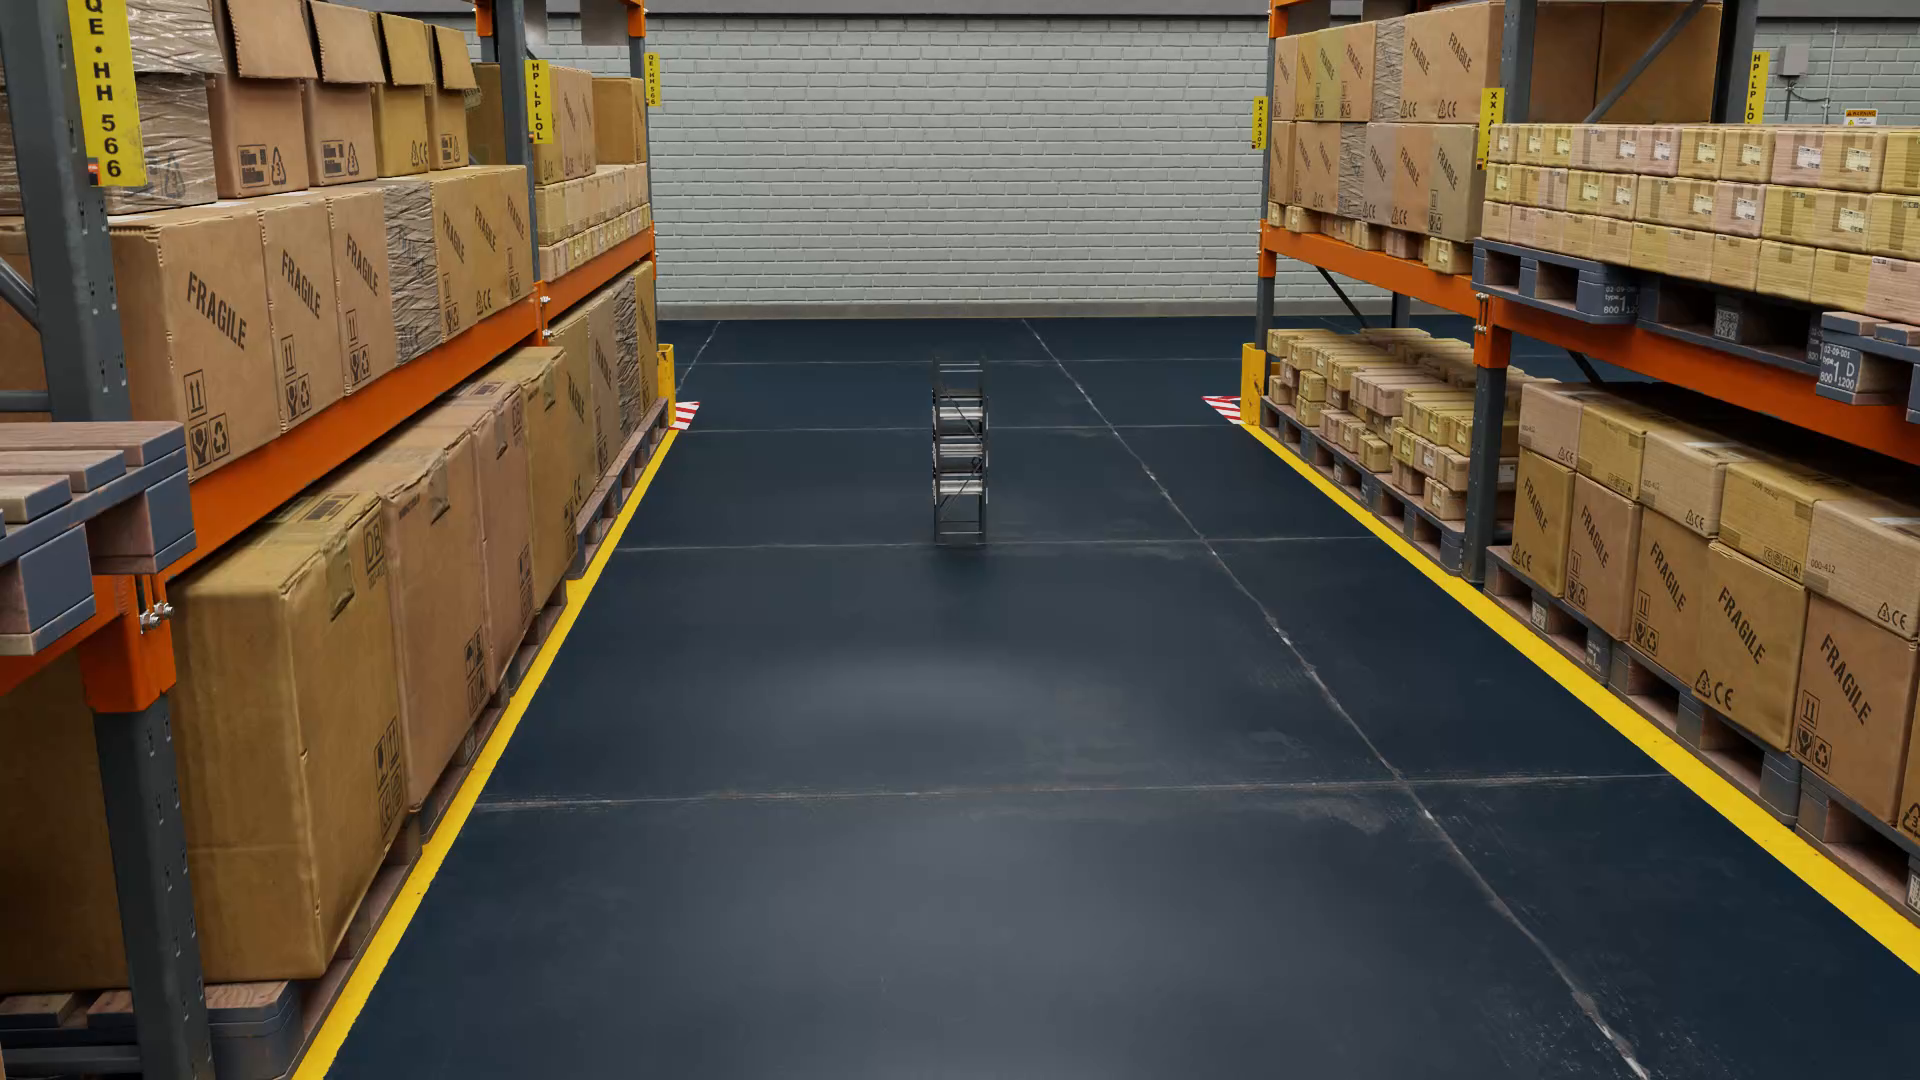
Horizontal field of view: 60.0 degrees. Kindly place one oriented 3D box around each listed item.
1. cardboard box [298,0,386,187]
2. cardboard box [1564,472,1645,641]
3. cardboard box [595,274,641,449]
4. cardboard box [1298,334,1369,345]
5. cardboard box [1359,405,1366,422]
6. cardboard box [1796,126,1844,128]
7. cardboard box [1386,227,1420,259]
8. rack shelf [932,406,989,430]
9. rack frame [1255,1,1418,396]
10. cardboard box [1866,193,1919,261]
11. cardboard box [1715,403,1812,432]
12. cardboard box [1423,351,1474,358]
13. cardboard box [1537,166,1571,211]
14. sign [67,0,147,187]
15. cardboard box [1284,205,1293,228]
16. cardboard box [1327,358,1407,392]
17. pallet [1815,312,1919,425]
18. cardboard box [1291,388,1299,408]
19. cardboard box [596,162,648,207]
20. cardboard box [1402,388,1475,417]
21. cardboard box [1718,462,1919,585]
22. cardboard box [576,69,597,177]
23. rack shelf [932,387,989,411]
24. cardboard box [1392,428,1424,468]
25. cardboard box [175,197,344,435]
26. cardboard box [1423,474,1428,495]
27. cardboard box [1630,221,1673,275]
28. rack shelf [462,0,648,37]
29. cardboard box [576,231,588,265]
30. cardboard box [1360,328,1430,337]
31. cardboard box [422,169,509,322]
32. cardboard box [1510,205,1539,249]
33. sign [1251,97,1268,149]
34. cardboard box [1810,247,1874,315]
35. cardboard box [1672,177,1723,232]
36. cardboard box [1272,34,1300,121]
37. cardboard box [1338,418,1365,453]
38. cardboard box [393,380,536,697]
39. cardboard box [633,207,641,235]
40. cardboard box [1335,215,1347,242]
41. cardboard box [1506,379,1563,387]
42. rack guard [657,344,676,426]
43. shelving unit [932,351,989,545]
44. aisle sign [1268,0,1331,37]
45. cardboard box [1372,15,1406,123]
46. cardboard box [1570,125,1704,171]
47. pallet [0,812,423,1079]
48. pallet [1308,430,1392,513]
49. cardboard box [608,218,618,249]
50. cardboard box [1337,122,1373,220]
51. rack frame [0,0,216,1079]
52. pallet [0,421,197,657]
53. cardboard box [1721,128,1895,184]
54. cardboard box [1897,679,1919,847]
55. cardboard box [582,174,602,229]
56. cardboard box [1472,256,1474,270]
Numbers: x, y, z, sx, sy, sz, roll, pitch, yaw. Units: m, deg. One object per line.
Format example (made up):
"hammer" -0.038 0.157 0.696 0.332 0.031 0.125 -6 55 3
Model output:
"cardboard box" -2.102 -1.276 4.754 0.797 0.503 0.637 0 14 -2
"cardboard box" 2.537 0.049 5.989 0.500 0.500 0.500 0 14 -1
"cardboard box" -2.307 -1.011 9.357 0.875 0.875 0.875 -1 14 -3
"cardboard box" 2.304 -1.181 10.281 0.380 0.149 0.250 -1 14 -2
"cardboard box" 2.398 -0.712 9.056 0.380 0.149 0.250 0 14 -1
"cardboard box" 3.001 -1.293 5.499 0.380 0.149 0.250 -1 14 -5
"cardboard box" 2.350 -1.485 8.281 0.380 0.149 0.250 -2 15 -6
"rack shelf" 0.000 -0.580 7.886 0.258 0.077 0.200 -1 14 -3
"rack frame" 2.474 -2.272 10.838 1.000 3.000 0.127 -1 14 -3
"cardboard box" 2.447 -0.756 4.009 0.380 0.149 0.250 -1 14 -2
"cardboard box" 3.038 -0.324 5.935 0.500 0.250 0.500 0 14 -1
"cardboard box" 2.885 -0.998 9.571 0.380 0.149 0.250 0 14 -1
"cardboard box" 2.321 -1.270 6.005 0.380 0.149 0.250 -1 14 -2
"sign" -1.446 -0.764 2.813 0.100 0.325 0.005 -1 14 -3
"cardboard box" 2.224 -2.002 10.293 0.380 0.149 0.250 0 14 -1
"cardboard box" 2.268 -0.921 9.269 0.380 0.149 0.250 -1 14 -3
"pallet" 2.819 -0.365 3.812 1.213 0.211 1.003 -1 14 -3
"cardboard box" 2.284 -0.896 10.367 0.380 0.149 0.250 -1 14 -4
"cardboard box" -2.188 -2.176 10.167 0.500 0.250 0.500 -1 14 -4
"cardboard box" 2.423 -0.663 8.269 0.380 0.149 0.250 0 14 -2
"cardboard box" 2.607 -0.057 4.896 0.500 0.250 0.500 -1 14 -2
"cardboard box" -2.070 -2.036 8.117 0.500 0.500 0.500 -1 14 -5
"rack shelf" 0.000 -0.667 7.863 0.258 0.077 0.200 -1 14 -3
"cardboard box" 2.321 -0.451 8.042 0.380 0.149 0.250 -1 14 -5
"cardboard box" -1.780 -0.533 3.877 0.500 0.500 0.500 -1 14 -5
"cardboard box" 2.424 -0.258 7.889 0.380 0.149 0.250 0 14 -2
"cardboard box" 2.373 -0.929 5.280 0.380 0.149 0.250 -1 14 -4
"rack shelf" -2.359 -2.828 8.421 1.077 0.370 4.000 -1 14 -3
"cardboard box" -1.973 -1.379 7.872 0.380 0.149 0.250 -1 14 -5
"cardboard box" 2.759 -1.255 10.570 0.380 0.149 0.250 -1 14 -3
"cardboard box" -1.910 -1.039 5.845 0.500 0.500 0.500 0 14 -2
"cardboard box" 2.310 -1.185 6.275 0.380 0.149 0.250 -1 14 -3
"sign" 1.932 -2.683 10.697 0.100 0.325 0.005 -1 14 -3
"cardboard box" 2.438 -0.668 4.263 0.380 0.149 0.250 -1 14 -4
"cardboard box" 2.386 -1.009 4.994 0.380 0.149 0.250 -1 14 -5
"cardboard box" 2.236 -2.833 10.214 0.500 0.500 0.500 -1 14 -4
"cardboard box" 2.296 -0.575 9.121 0.380 0.149 0.250 -1 14 -3
"cardboard box" -2.120 -0.019 5.503 1.225 0.875 0.875 -1 14 -5
"cardboard box" -2.100 -1.888 9.850 0.380 0.149 0.250 -1 14 -3
"cardboard box" 2.319 -1.743 9.284 0.380 0.149 0.250 -1 14 -5
"cardboard box" 2.911 -0.738 8.559 0.380 0.149 0.250 -1 14 -2
"rack guard" -2.485 -1.016 10.973 1.175 0.500 0.348 -1 14 -3
"shelving unit" 0.000 -0.438 7.922 0.258 0.900 0.210 -1 14 -3
"aisle sign" 2.170 -3.545 10.567 0.394 0.787 0.004 -1 14 -3
"cardboard box" 2.367 -2.323 8.231 0.500 0.500 0.500 -1 14 -2
"cardboard box" 2.336 -1.347 5.710 0.380 0.149 0.250 -1 14 -4
"pallet" -1.961 0.922 4.019 1.003 0.211 1.213 -1 14 -3
"pallet" 2.566 -0.398 9.148 1.003 0.211 1.213 -1 14 -3
"cardboard box" -2.038 -1.636 8.867 0.380 0.149 0.250 -1 14 -2
"cardboard box" 2.340 -1.967 8.856 0.500 0.500 0.500 -1 14 -5
"rack frame" -1.984 -0.231 2.906 0.949 2.616 0.053 -1 14 -3
"pallet" -1.837 0.037 2.247 1.213 0.211 1.003 -1 14 -3
"cardboard box" 2.403 -1.089 4.706 0.380 0.149 0.250 0 14 -1
"cardboard box" 2.667 0.565 3.985 0.500 0.500 0.500 -1 14 -4
"cardboard box" -2.067 -1.671 8.205 0.500 0.250 0.500 -1 14 -2
"cardboard box" 2.470 -1.223 7.265 0.380 0.149 0.250 -1 14 -4
